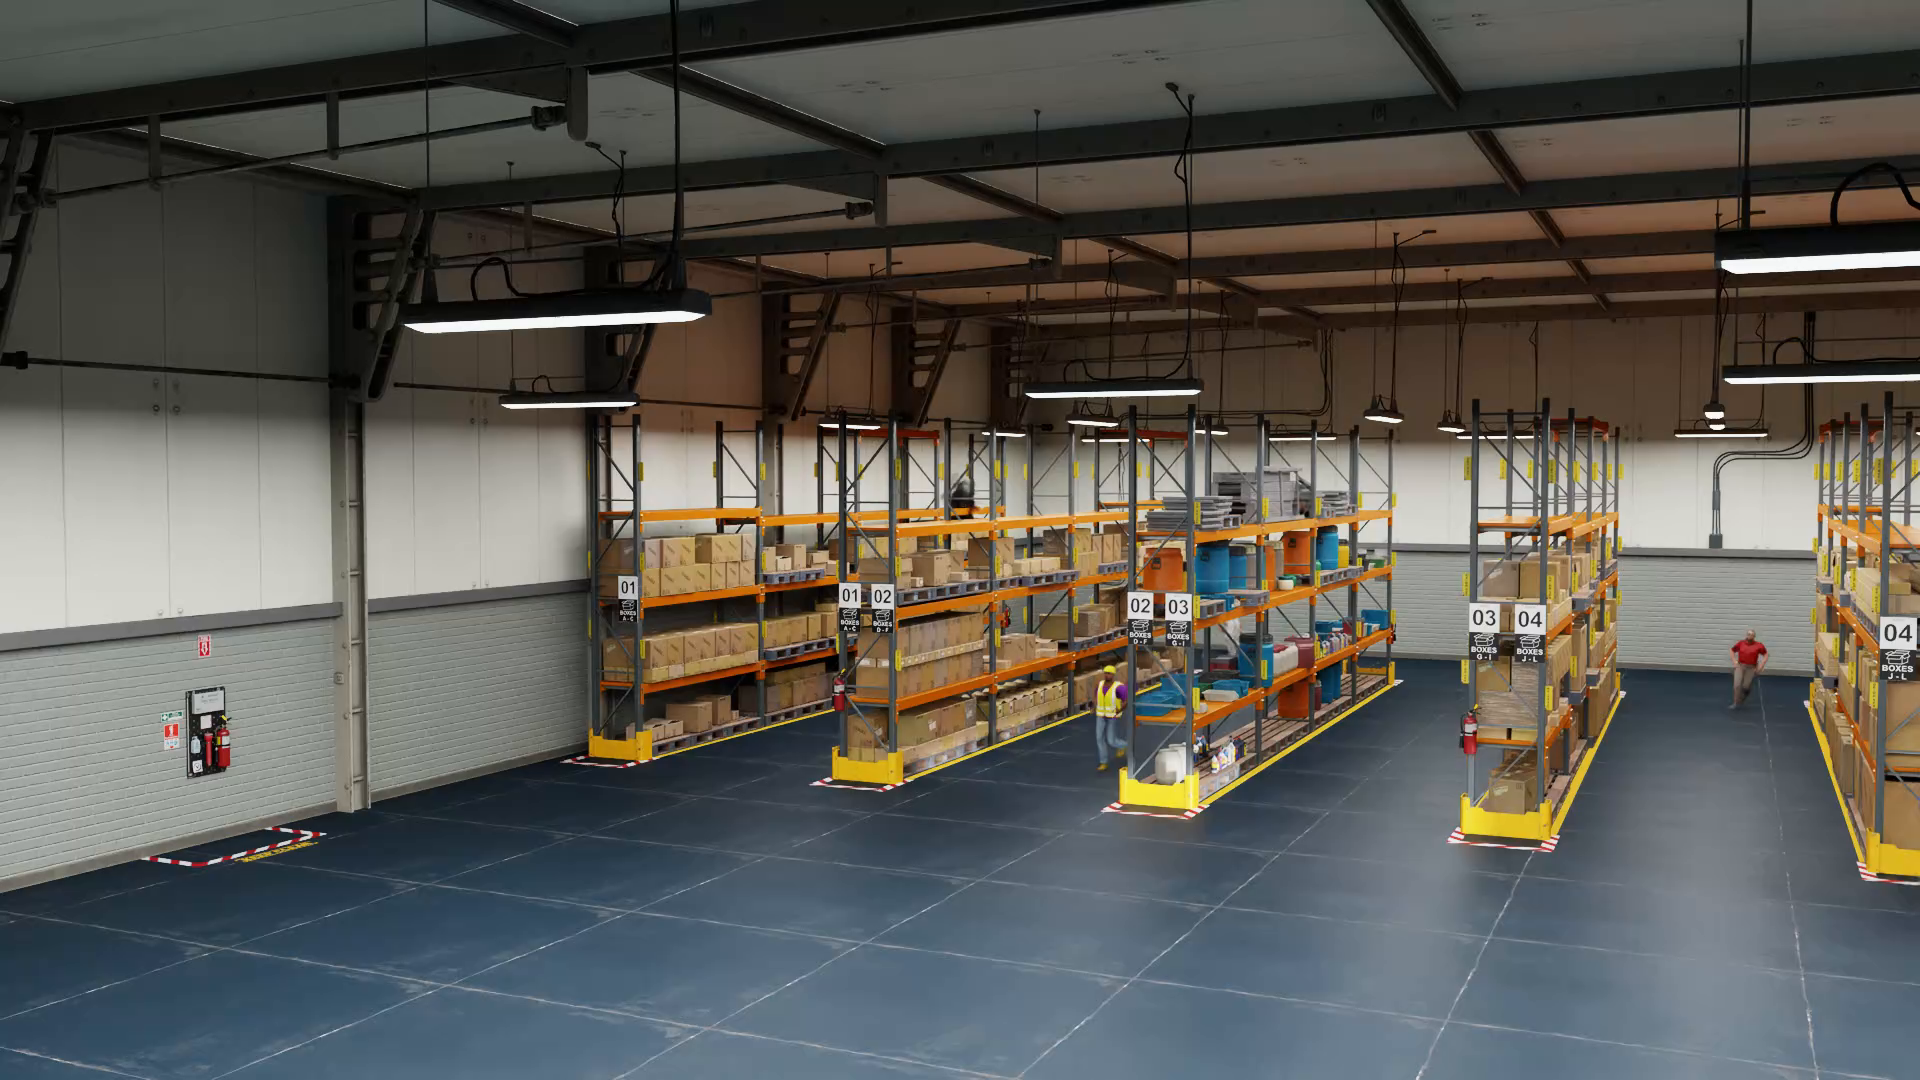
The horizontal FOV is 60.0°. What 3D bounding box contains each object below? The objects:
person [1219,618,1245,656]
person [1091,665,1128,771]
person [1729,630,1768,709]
[{"bbox_3d":[6.697,2.439,41.052,0.719,1.745,0.855,-1,3,-26],"label":"person"},{"bbox_3d":[2.523,2.988,28.088,0.700,1.749,0.815,1,3,31],"label":"person"},{"bbox_3d":[16.691,2.731,35.233,0.729,1.671,0.560,2,3,34],"label":"person"}]
